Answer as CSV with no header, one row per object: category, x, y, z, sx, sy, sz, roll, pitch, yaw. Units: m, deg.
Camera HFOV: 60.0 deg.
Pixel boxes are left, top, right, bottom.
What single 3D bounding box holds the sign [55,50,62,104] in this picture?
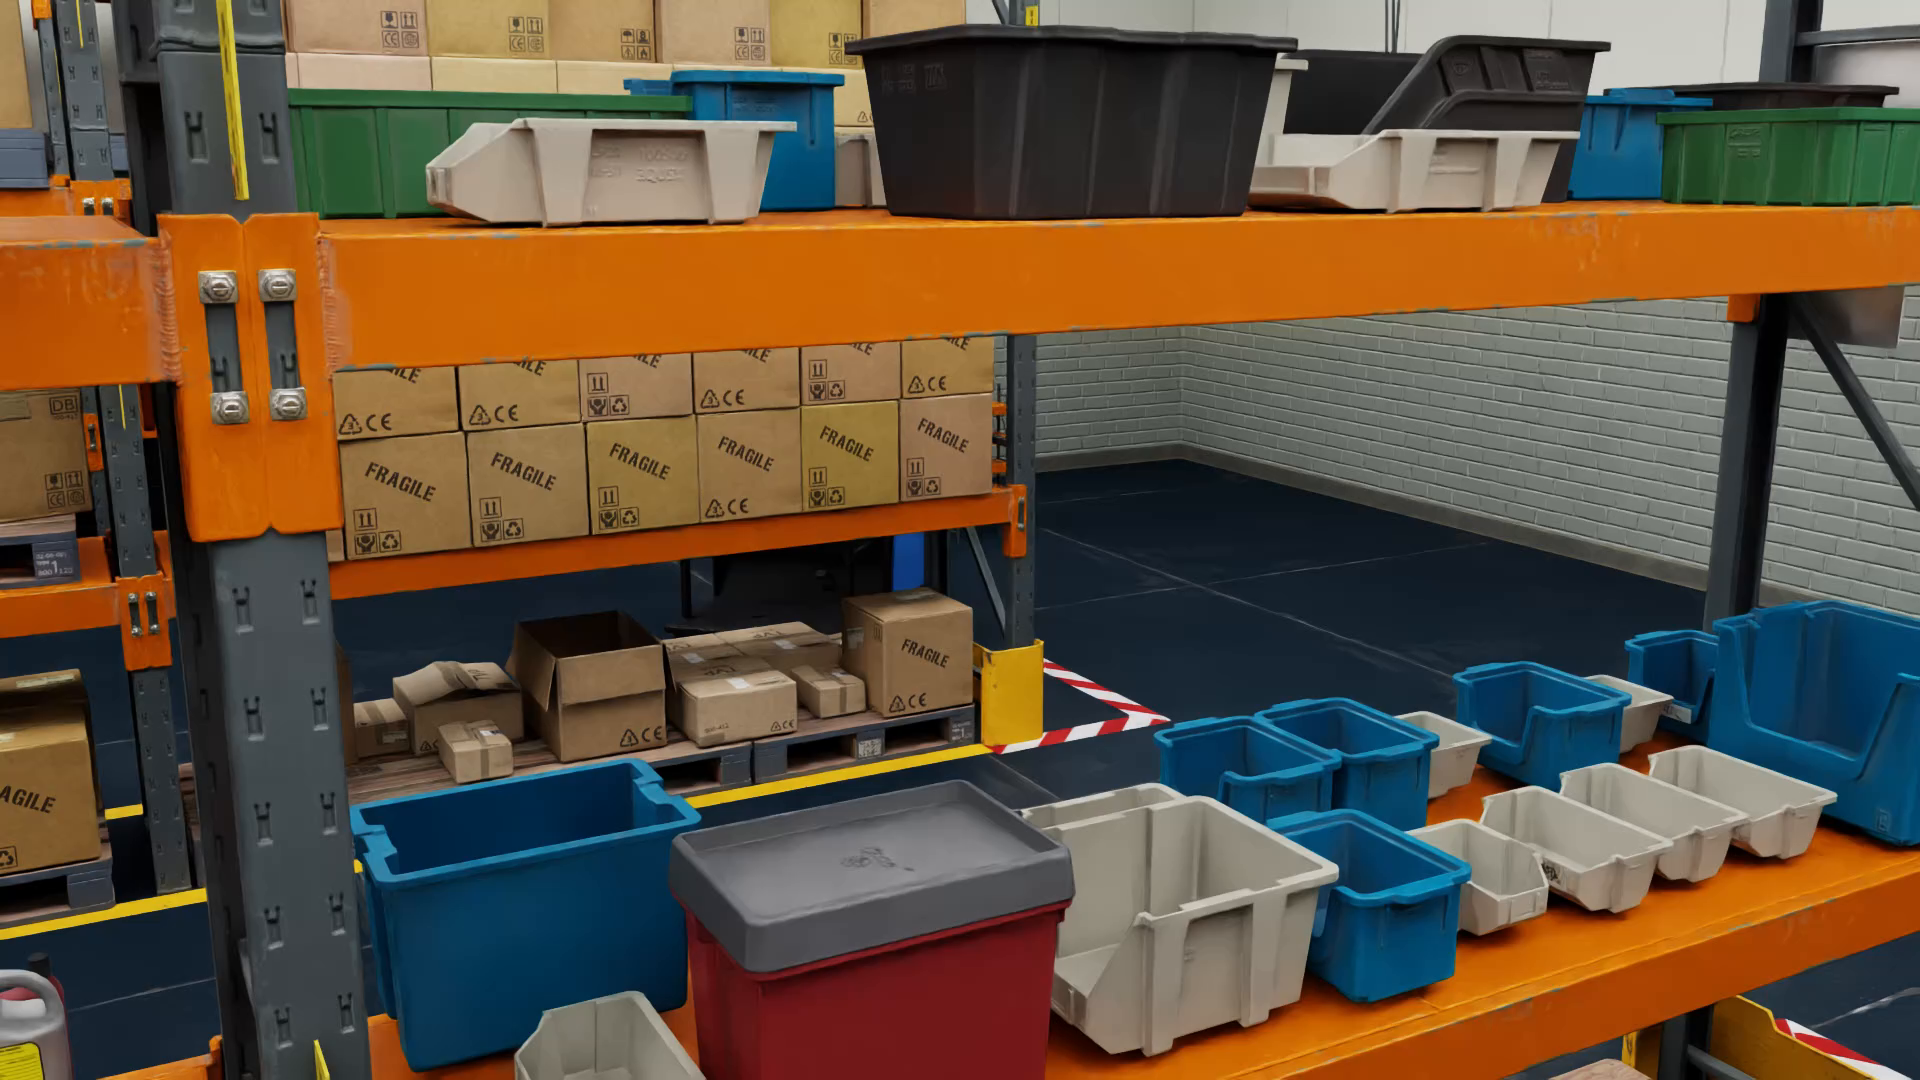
sign,-5.531,-2.847,10.200,0.005,0.325,0.100,-7,14,-28

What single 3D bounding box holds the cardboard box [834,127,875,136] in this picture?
cardboard box,-0.681,-1.783,7.708,0.500,0.250,0.500,-7,14,-28

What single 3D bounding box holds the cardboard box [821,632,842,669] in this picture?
cardboard box,-0.664,0.624,8.955,0.250,0.166,0.380,-7,14,-28

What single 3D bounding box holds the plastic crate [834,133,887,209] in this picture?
plastic crate,-0.119,-0.714,3.218,0.466,0.136,0.293,-7,14,-28

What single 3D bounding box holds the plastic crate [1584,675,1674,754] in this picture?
plastic crate,1.762,0.487,4.577,0.298,0.136,0.250,-7,14,-28

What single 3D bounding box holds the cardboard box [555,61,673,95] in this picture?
cardboard box,-1.556,-1.920,7.181,0.500,0.250,0.500,-7,14,-28

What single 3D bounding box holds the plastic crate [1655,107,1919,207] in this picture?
plastic crate,1.729,-0.794,3.456,0.336,0.188,0.450,-7,14,-28

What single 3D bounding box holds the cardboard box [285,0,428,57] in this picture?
cardboard box,-2.508,-2.211,6.763,0.500,0.500,0.700,-7,14,-28

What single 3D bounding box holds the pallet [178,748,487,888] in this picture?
pallet,-2.820,1.162,7.467,1.213,0.211,1.003,-7,14,-28

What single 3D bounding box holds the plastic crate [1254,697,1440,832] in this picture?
plastic crate,0.928,0.561,4.030,0.300,0.233,0.416,-7,14,-28

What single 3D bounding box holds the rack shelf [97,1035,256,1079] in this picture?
rack shelf,-2.808,1.389,1.742,4.000,0.370,1.077,-7,14,-28

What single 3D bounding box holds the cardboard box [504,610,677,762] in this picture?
cardboard box,-1.776,0.678,7.949,0.637,0.503,0.797,-7,14,-28

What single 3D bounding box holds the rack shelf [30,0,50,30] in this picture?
rack shelf,-7.555,-3.251,9.610,4.000,0.370,1.077,-7,14,-28

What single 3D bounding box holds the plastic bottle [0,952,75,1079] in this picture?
plastic bottle,-1.579,0.841,2.804,0.133,0.283,0.061,-7,14,-28

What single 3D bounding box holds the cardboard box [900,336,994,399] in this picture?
cardboard box,-0.171,-0.984,8.147,0.500,0.500,0.500,-7,14,-28

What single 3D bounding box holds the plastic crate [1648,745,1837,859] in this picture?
plastic crate,1.829,0.627,3.954,0.243,0.136,0.396,-7,14,-28

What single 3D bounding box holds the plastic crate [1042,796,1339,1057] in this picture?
plastic crate,0.376,0.732,3.160,0.530,0.282,0.437,-7,14,-28

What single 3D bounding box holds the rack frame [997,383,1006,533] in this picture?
rack frame,0.359,-0.628,13.169,0.015,1.200,0.240,-7,14,-28

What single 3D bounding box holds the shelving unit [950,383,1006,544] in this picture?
shelving unit,0.145,-0.603,13.055,0.503,1.200,0.258,-7,14,-28

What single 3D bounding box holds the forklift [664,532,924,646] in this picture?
forklift,-1.015,-0.665,9.387,1.130,2.935,3.031,4,13,16

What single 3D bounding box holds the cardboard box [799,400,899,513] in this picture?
cardboard box,-0.628,-0.442,8.012,0.500,0.500,0.500,-7,14,-27

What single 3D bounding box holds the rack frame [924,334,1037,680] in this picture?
rack frame,0.088,-0.548,8.711,0.127,3.000,1.000,-7,14,-28

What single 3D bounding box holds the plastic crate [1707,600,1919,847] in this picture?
plastic crate,2.254,0.432,4.140,0.499,0.435,0.616,-7,14,-28

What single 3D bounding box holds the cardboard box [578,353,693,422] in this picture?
cardboard box,-1.518,-0.822,7.423,0.500,0.500,0.500,-6,14,-26

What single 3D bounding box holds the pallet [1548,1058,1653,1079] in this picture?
pallet,1.716,1.847,4.421,1.213,0.211,1.003,-7,14,-28

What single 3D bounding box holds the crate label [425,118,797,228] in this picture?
crate label,-0.485,-0.502,2.279,0.466,0.136,0.293,-7,14,-28

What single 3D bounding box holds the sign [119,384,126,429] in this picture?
sign,-3.154,-0.585,6.240,0.005,0.325,0.100,-7,14,-28

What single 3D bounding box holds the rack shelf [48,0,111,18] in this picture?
rack shelf,-4.044,-3.672,11.480,4.000,0.370,1.077,-7,14,-28

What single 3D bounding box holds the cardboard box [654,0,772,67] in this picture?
cardboard box,-1.222,-2.381,7.520,0.500,0.500,0.700,-7,14,-28

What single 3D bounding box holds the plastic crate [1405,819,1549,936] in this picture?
plastic crate,1.084,0.724,3.525,0.250,0.136,0.298,-7,14,-28

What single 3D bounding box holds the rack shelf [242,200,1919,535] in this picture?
rack shelf,0.703,-0.495,3.282,4.000,0.370,1.077,-7,14,-28

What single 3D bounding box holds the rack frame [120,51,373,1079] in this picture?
rack frame,-1.053,0.828,2.598,0.127,3.000,1.000,-7,14,-28

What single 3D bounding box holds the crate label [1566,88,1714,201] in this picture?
crate label,1.493,-0.949,4.000,0.502,0.251,0.408,-7,14,-28

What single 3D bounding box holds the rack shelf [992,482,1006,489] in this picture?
rack shelf,0.145,-0.343,13.113,0.480,0.148,0.258,-7,14,-28

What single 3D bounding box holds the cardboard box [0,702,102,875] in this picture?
cardboard box,-3.719,0.985,6.591,0.500,0.500,0.500,-7,14,-28

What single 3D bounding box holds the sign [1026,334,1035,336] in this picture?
sign,0.336,-1.158,8.064,0.005,0.325,0.100,-7,14,-28

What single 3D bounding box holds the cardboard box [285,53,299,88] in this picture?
cardboard box,-2.877,-1.764,6.488,0.500,0.250,0.500,-7,14,-28

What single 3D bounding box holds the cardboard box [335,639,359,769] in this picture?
cardboard box,-3.059,0.763,7.576,0.500,0.500,0.500,-7,14,-28

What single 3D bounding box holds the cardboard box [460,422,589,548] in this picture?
cardboard box,-1.957,-0.283,7.309,0.500,0.500,0.500,-7,14,-28

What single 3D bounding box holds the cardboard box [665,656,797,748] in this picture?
cardboard box,-1.120,0.778,8.081,0.500,0.250,0.500,-7,14,-28

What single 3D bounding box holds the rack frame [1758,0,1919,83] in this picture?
rack frame,2.458,-2.519,3.809,0.127,3.000,1.000,-7,14,-28

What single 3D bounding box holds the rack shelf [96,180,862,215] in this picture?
rack shelf,-1.668,-1.450,7.526,4.000,0.370,1.077,-7,14,-28

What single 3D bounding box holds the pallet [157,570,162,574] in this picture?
pallet,-5.095,0.214,11.676,1.213,0.211,1.003,-7,14,-28
